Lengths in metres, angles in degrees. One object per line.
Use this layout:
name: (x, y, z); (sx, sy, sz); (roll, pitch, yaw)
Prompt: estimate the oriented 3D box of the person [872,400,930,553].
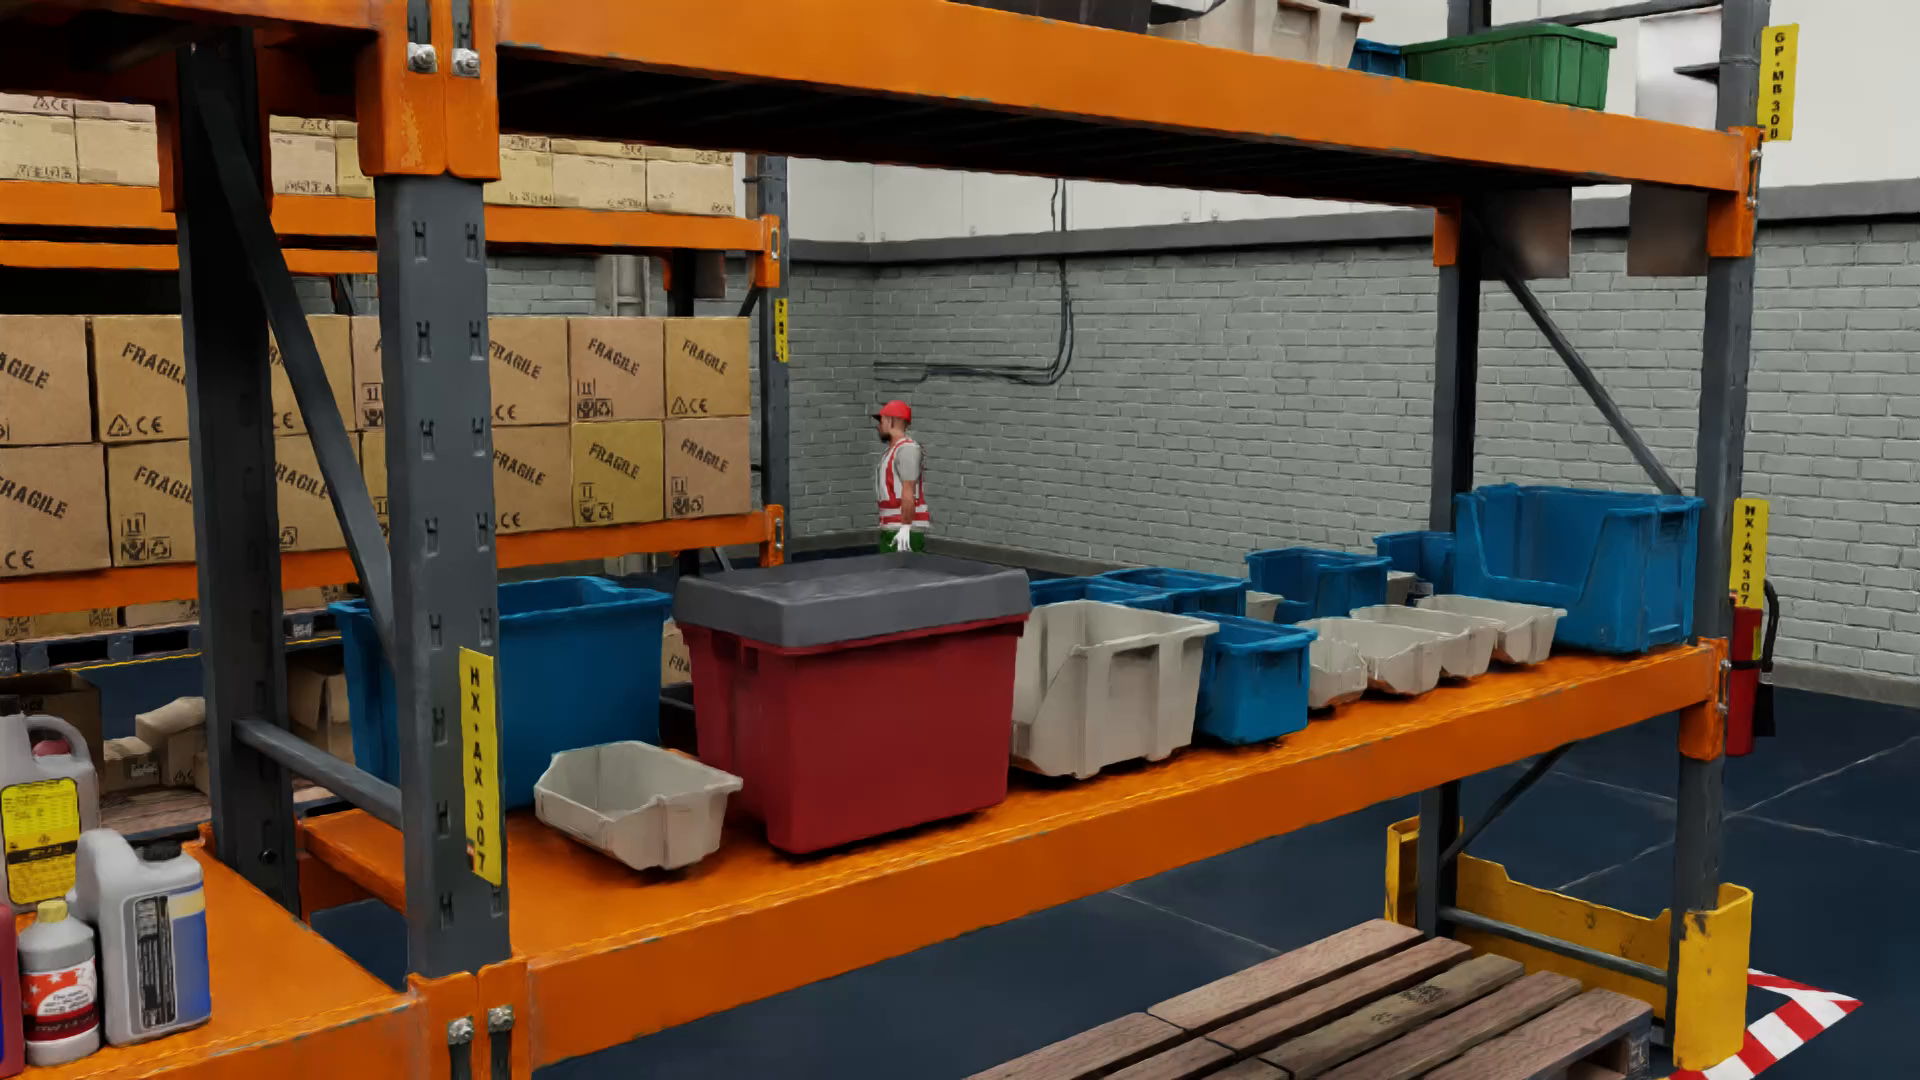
person: (-0.307, -0.089, 11.229); (0.597, 1.701, 0.572); (-3, 8, -22)
